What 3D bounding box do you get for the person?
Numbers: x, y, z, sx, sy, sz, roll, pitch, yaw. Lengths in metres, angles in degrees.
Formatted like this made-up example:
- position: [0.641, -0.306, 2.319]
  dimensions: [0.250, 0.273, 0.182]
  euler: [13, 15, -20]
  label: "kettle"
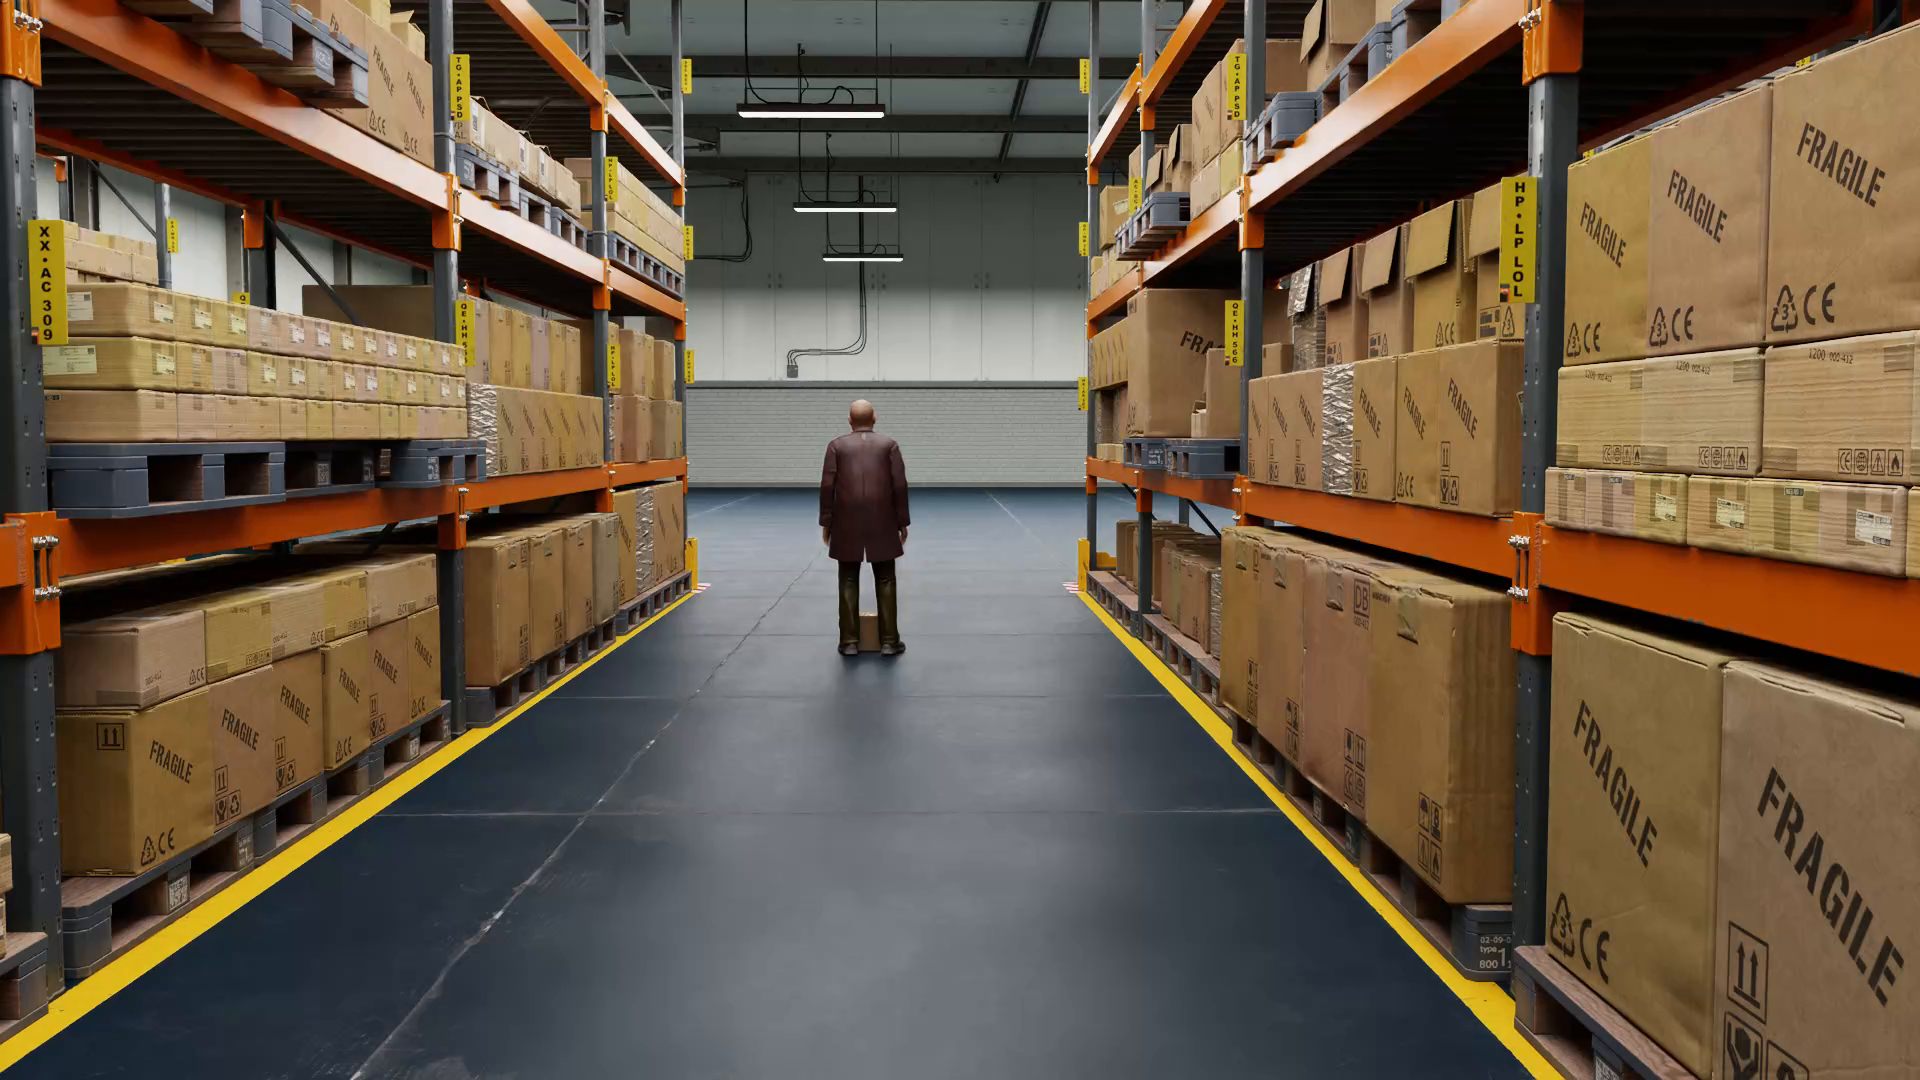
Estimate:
- position: [-0.664, -0.091, 11.619]
  dimensions: [0.642, 1.774, 0.423]
  euler: [0, 4, -1]
  label: "person"
